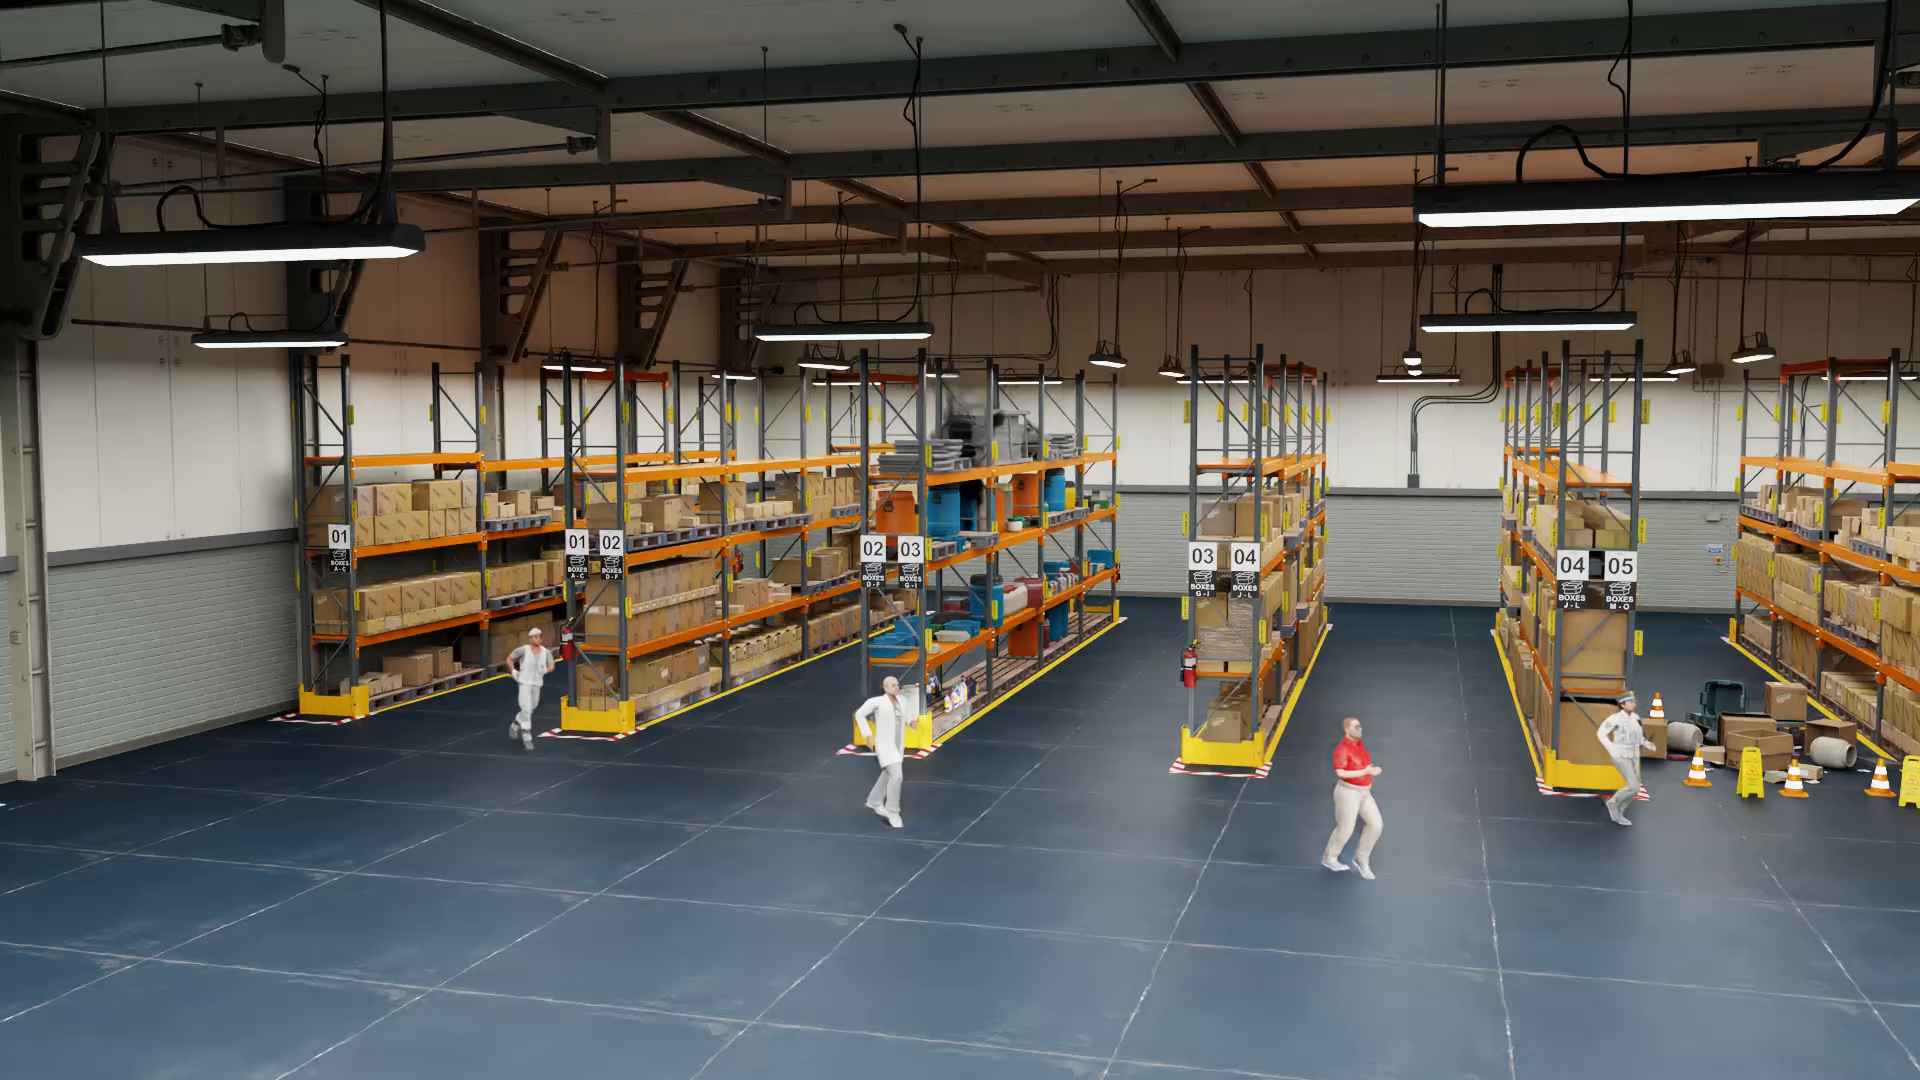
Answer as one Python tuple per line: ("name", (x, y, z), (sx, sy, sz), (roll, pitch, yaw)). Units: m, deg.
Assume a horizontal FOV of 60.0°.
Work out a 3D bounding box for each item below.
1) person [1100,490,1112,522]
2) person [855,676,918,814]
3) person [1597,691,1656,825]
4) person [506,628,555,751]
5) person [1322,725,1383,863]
("person", (8.593, 1.501, 25.561), (2.827, 3.203, 31.711), (-2, 5, -23))
("person", (-0.857, 2.503, 20.490), (0.818, 1.669, 0.689), (4, 6, 42))
("person", (8.154, 2.657, 20.234), (0.626, 1.657, 0.522), (-2, 5, -29))
("person", (-6.506, 2.229, 25.294), (0.684, 1.793, 0.924), (-3, 5, -39))
("person", (4.239, 2.748, 18.014), (0.621, 1.527, 0.615), (-4, 6, -44))
